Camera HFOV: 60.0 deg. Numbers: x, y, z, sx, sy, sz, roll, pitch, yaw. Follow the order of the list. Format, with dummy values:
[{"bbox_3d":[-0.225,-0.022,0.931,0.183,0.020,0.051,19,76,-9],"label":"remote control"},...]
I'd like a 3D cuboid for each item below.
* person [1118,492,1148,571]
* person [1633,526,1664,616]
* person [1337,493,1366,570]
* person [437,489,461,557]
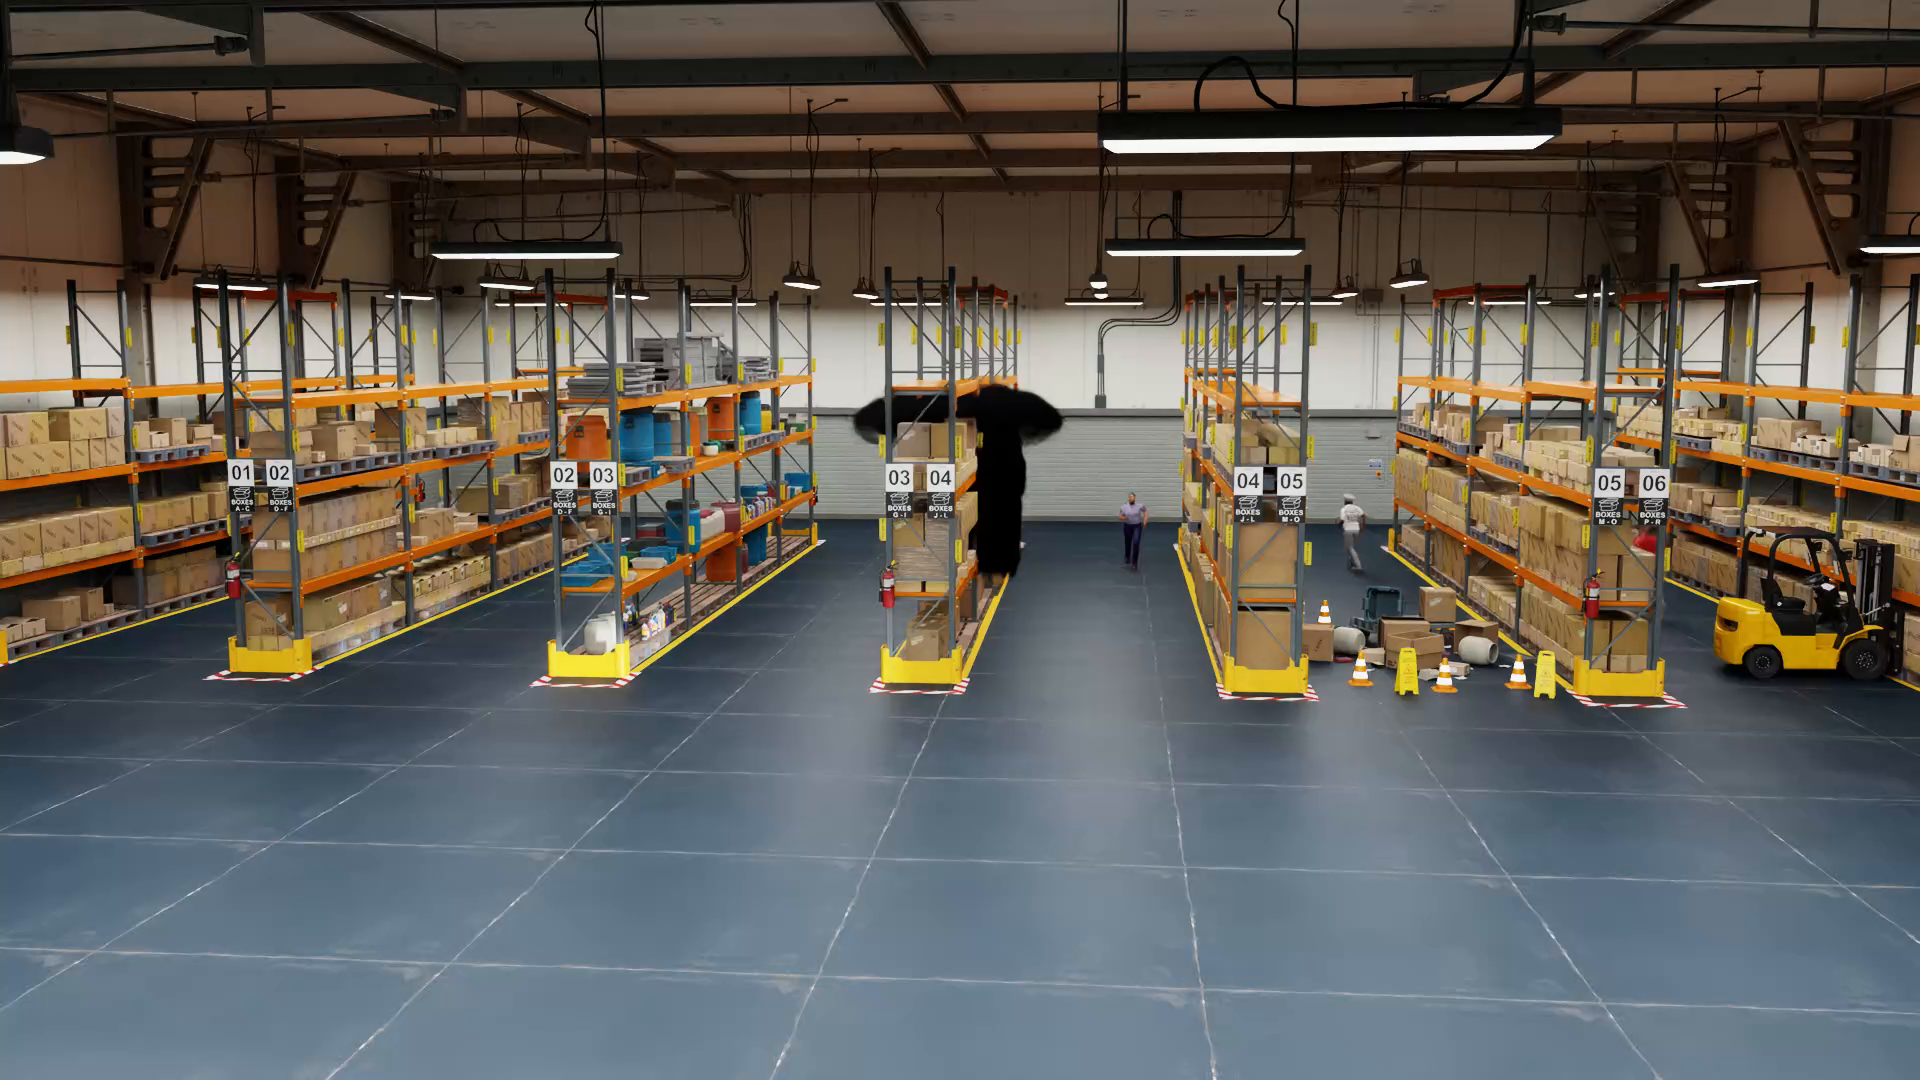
[{"bbox_3d":[3.773,-0.207,36.272,0.612,1.690,0.901,1,7,12],"label":"person"},{"bbox_3d":[12.404,0.548,29.987,0.658,1.677,0.775,-1,7,-7],"label":"person"},{"bbox_3d":[8.402,-0.146,35.730,0.516,1.704,0.807,-3,8,-26],"label":"person"},{"bbox_3d":[-11.574,-0.381,37.822,0.572,1.595,0.923,-1,7,-9],"label":"person"}]
